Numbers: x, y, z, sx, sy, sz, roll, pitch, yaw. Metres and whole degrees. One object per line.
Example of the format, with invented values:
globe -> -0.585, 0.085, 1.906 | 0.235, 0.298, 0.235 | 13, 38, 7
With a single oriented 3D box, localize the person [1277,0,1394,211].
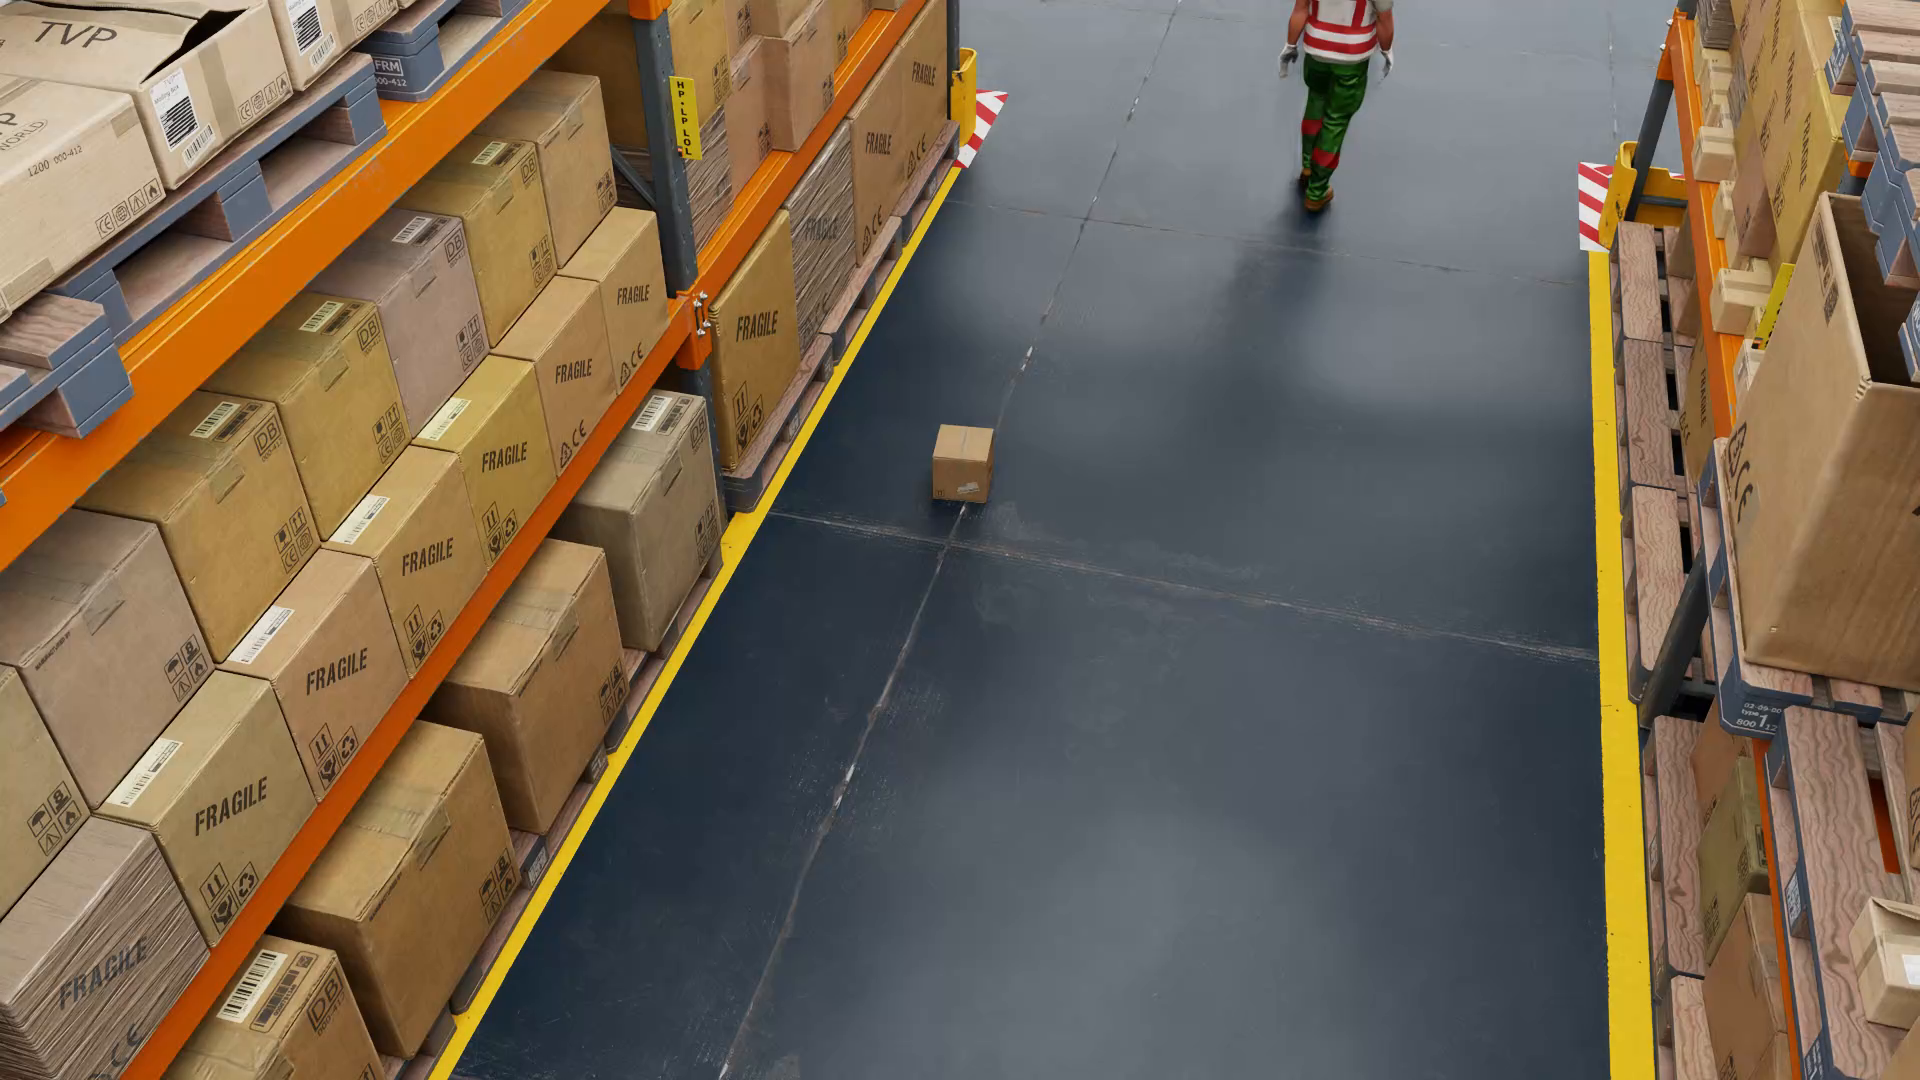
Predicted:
person -> 2.123, -2.721, 9.322 | 0.592, 1.845, 0.530 | 22, 45, 23
